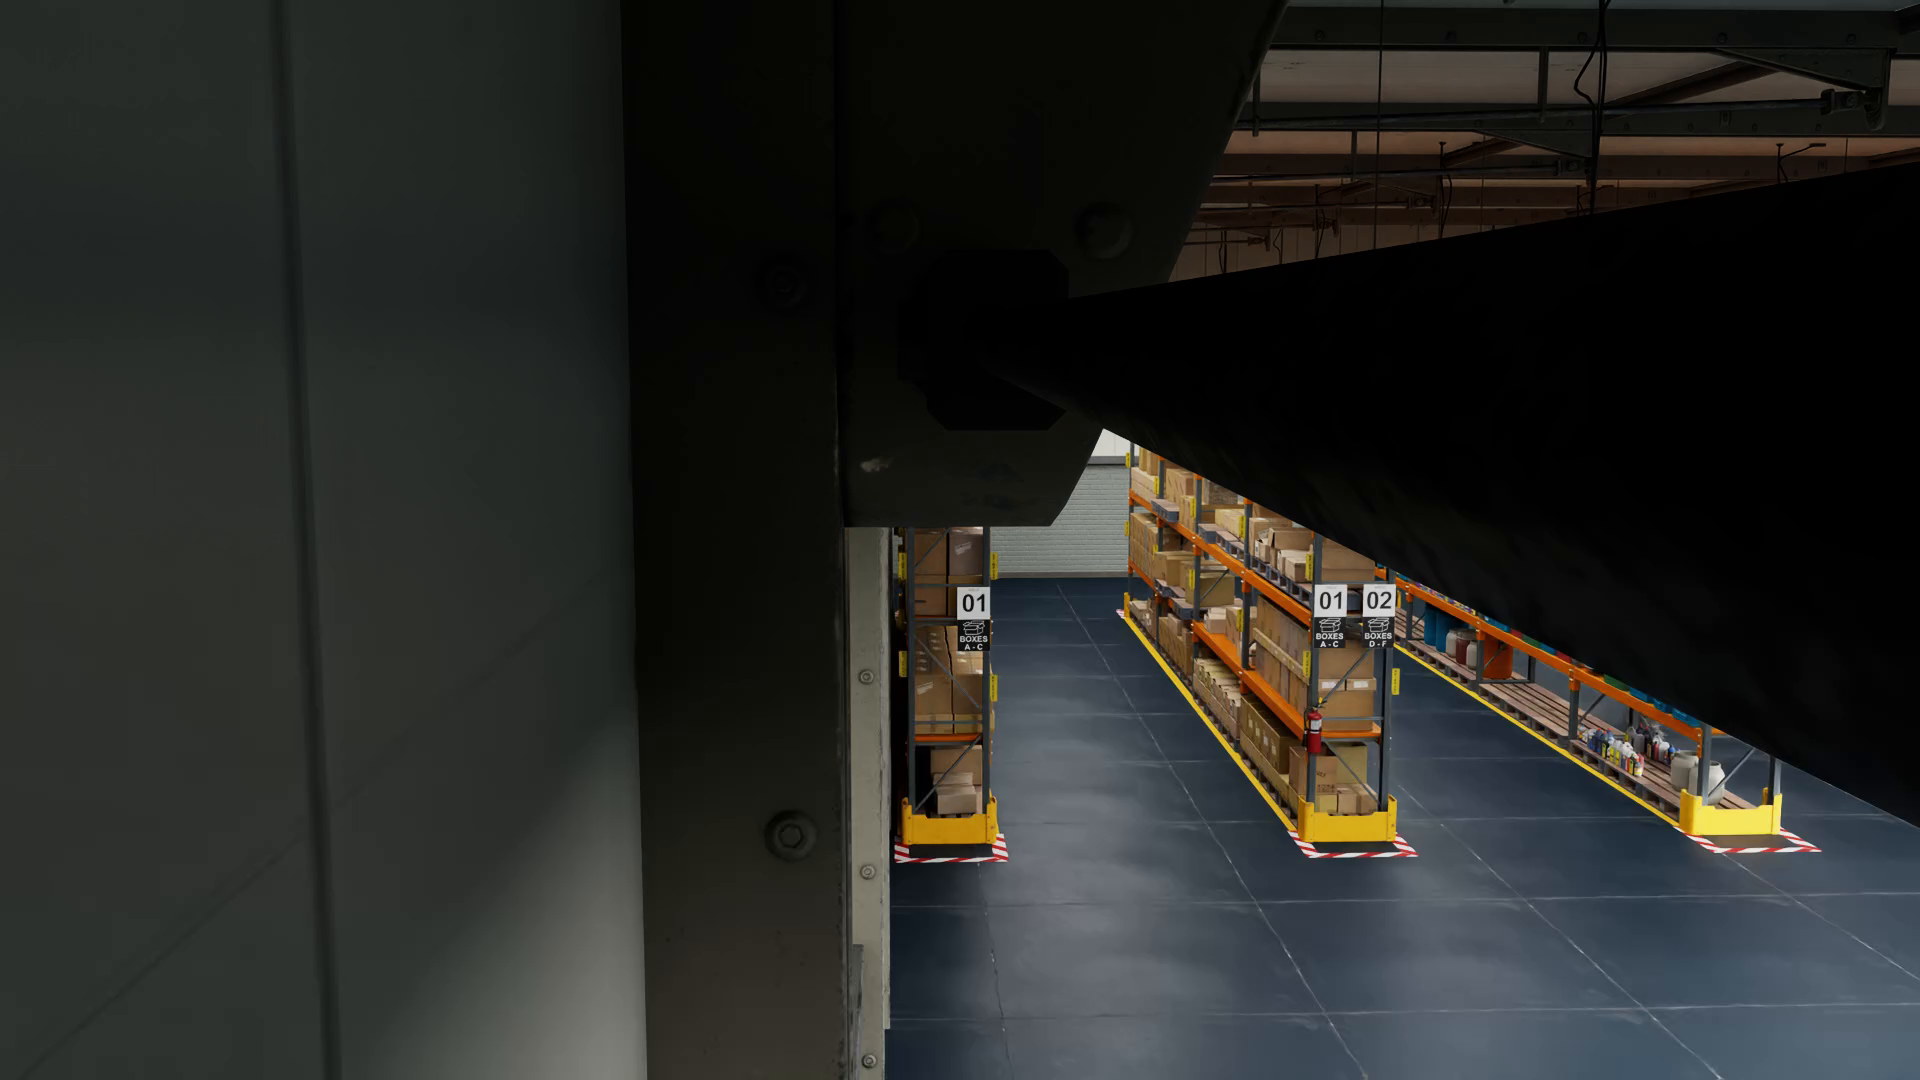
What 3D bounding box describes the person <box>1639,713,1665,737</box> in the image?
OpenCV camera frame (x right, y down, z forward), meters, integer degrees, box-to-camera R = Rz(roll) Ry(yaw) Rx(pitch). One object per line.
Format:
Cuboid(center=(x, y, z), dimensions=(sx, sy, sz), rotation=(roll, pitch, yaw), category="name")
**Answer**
Cuboid(center=(10.816, 2.152, 25.842), dimensions=(0.566, 1.725, 0.997), rotation=(-1, 7, -6), category="person")
